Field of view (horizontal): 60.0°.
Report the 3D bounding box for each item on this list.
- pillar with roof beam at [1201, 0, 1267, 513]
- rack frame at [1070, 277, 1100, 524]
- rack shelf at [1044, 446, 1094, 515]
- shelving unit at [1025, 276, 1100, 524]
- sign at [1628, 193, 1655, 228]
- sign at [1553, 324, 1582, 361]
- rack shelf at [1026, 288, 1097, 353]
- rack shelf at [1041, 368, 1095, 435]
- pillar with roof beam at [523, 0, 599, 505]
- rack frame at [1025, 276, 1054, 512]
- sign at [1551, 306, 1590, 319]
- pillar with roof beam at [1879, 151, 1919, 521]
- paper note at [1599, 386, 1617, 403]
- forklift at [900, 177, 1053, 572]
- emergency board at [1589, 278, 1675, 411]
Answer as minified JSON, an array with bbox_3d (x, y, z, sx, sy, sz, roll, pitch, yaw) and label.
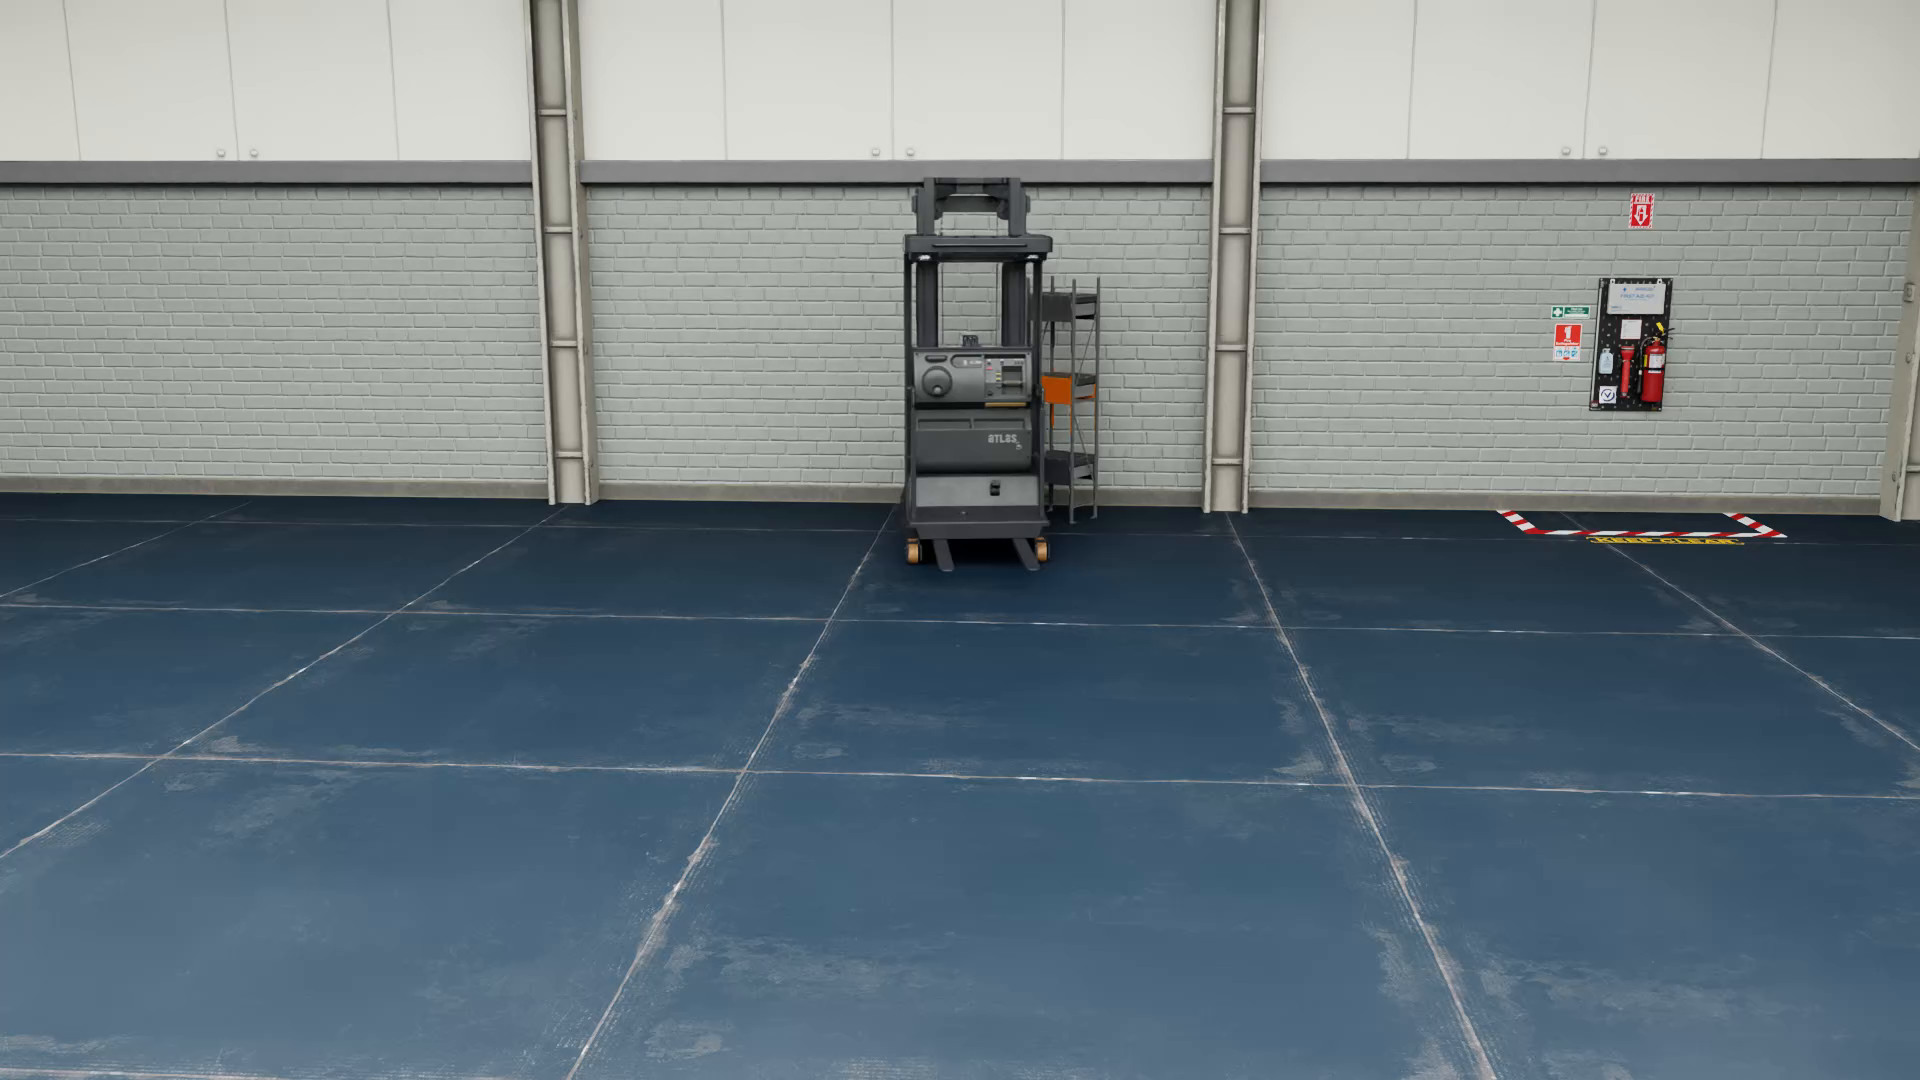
[{"bbox_3d":[2.111,-3.801,9.962,0.400,9.000,9.100,1,12,4],"label":"pillar with roof beam"},{"bbox_3d":[1.079,-1.198,14.360,0.015,2.100,0.400,9,15,38],"label":"rack frame"},{"bbox_3d":[0.892,-0.530,14.655,0.480,0.518,0.431,9,15,38],"label":"rack shelf"},{"bbox_3d":[0.890,-1.229,14.510,0.503,2.100,0.431,9,15,38],"label":"shelving unit"},{"bbox_3d":[5.921,-2.859,14.448,0.199,0.298,0.001,1,12,4],"label":"sign"},{"bbox_3d":[5.378,-1.750,14.721,0.234,0.329,0.001,1,12,4],"label":"sign"},{"bbox_3d":[0.888,-1.901,14.371,0.480,0.518,0.431,9,15,38],"label":"rack shelf"},{"bbox_3d":[0.890,-1.216,14.513,0.480,0.518,0.431,9,15,38],"label":"rack shelf"},{"bbox_3d":[-3.875,-3.883,10.355,0.400,9.000,9.100,1,12,4],"label":"pillar with roof beam"},{"bbox_3d":[0.700,-1.260,14.661,0.015,2.100,0.400,9,15,38],"label":"rack frame"},{"bbox_3d":[5.382,-2.007,14.657,0.331,0.109,0.001,1,12,4],"label":"sign"},{"bbox_3d":[8.098,-3.719,9.570,0.400,9.000,9.100,1,12,4],"label":"pillar with roof beam"},{"bbox_3d":[5.751,-1.289,14.757,0.142,0.148,0.016,1,12,4],"label":"paper note"},{"bbox_3d":[0.118,-1.313,12.887,1.130,2.935,3.031,-1,12,-4],"label":"forklift"},{"bbox_3d":[5.923,-1.704,14.587,0.643,1.169,0.194,1,12,4],"label":"emergency board"}]
